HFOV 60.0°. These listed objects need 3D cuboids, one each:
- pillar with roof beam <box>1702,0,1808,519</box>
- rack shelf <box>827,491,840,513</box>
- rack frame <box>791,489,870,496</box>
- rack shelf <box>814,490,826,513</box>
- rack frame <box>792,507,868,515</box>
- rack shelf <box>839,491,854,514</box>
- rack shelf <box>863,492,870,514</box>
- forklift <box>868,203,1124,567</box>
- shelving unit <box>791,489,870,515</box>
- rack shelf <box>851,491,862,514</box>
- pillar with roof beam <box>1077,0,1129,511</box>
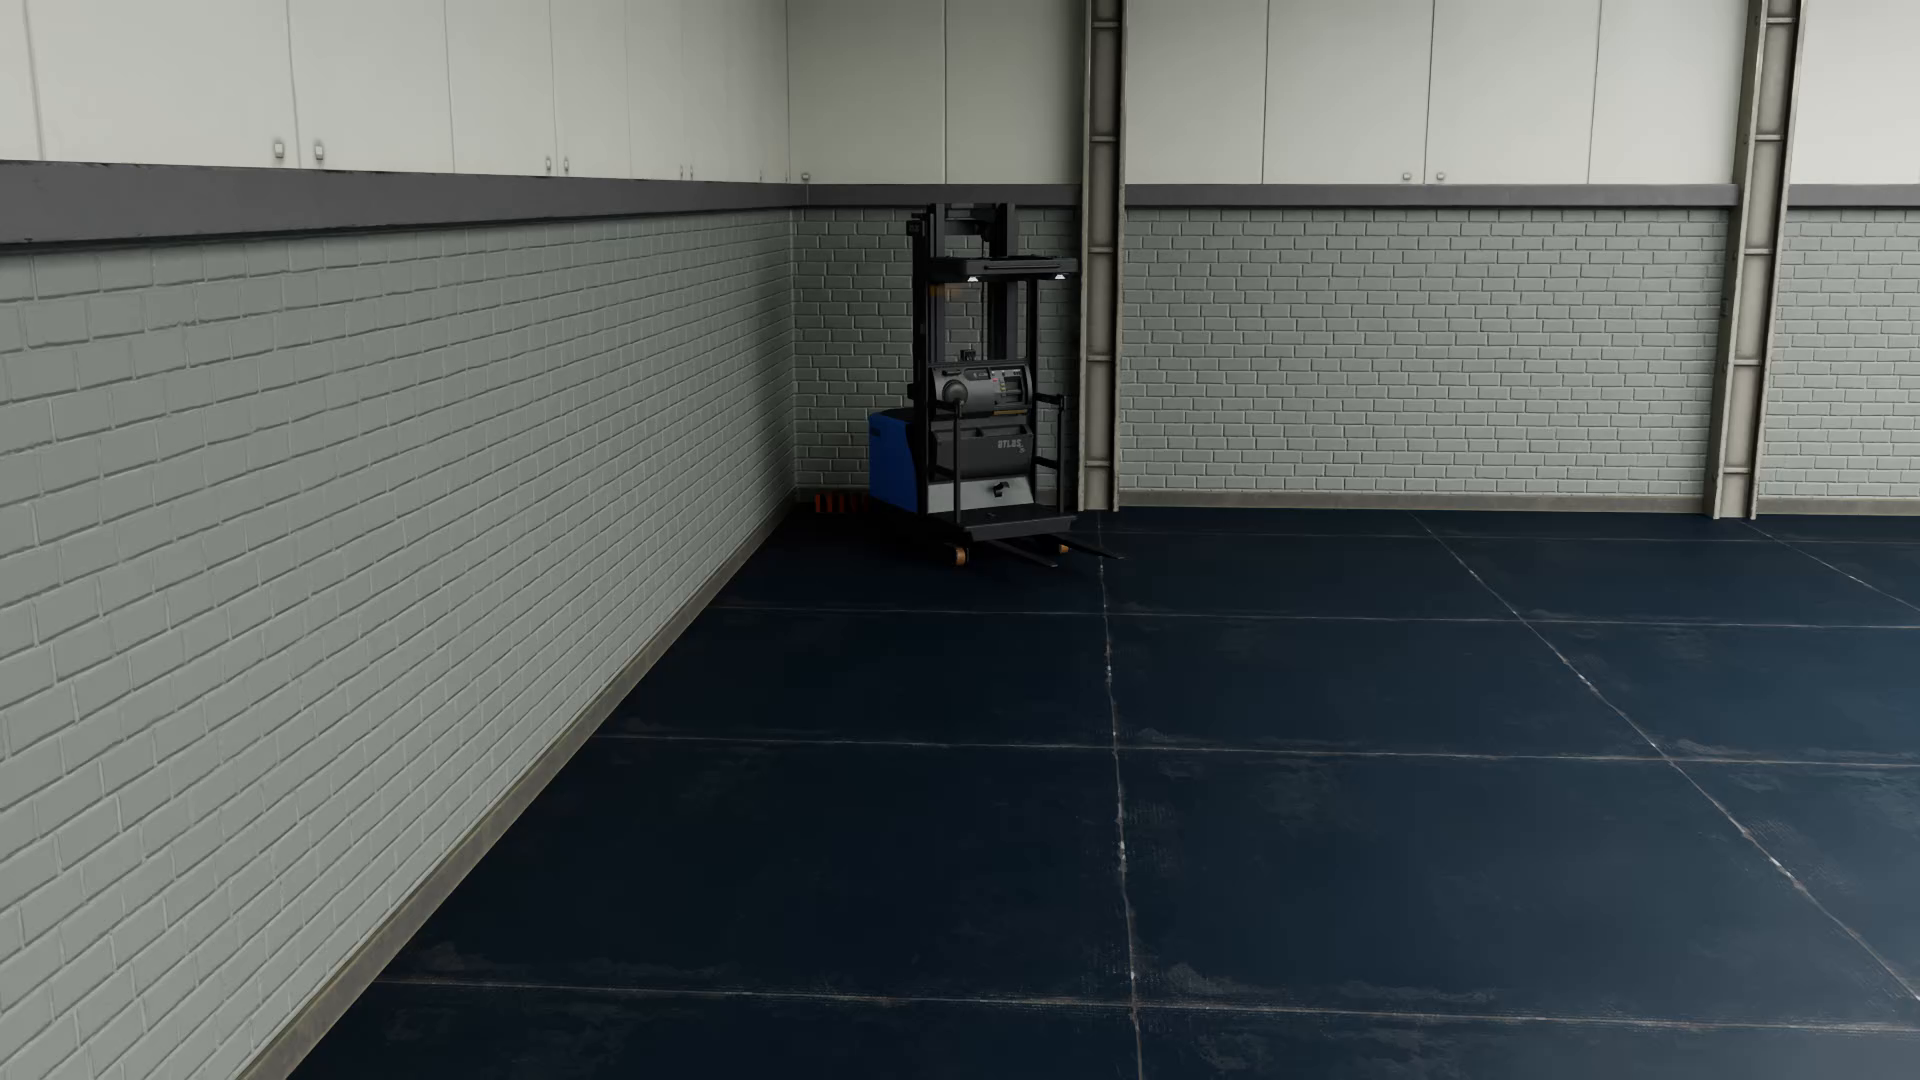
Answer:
[{"bbox_3d":[7.045,-3.755,10.742,0.400,9.000,9.100,1,12,4],"label":"pillar with roof beam"},{"bbox_3d":[-1.209,-0.370,16.066,0.103,0.180,0.258,2,12,10],"label":"rack shelf"},{"bbox_3d":[-1.017,-0.454,16.013,1.200,0.006,0.240,2,12,10],"label":"rack frame"},{"bbox_3d":[-1.327,-0.374,16.087,0.103,0.180,0.258,2,12,10],"label":"rack shelf"},{"bbox_3d":[-1.016,-0.275,16.050,1.200,0.006,0.240,2,12,10],"label":"rack frame"},{"bbox_3d":[-1.091,-0.367,16.045,0.103,0.180,0.258,2,12,10],"label":"rack shelf"},{"bbox_3d":[-0.854,-0.359,16.002,0.103,0.180,0.258,2,12,10],"label":"rack shelf"},{"bbox_3d":[0.289,-1.322,13.928,1.130,2.935,3.031,-6,13,-27],"label":"forklift"},{"bbox_3d":[-1.016,-0.364,16.031,1.200,0.189,0.258,2,12,10],"label":"shelving unit"},{"bbox_3d":[-0.972,-0.363,16.024,0.103,0.180,0.258,2,12,10],"label":"rack shelf"},{"bbox_3d":[1.058,-3.837,11.134,0.400,9.000,9.100,1,12,4],"label":"pillar with roof beam"}]
